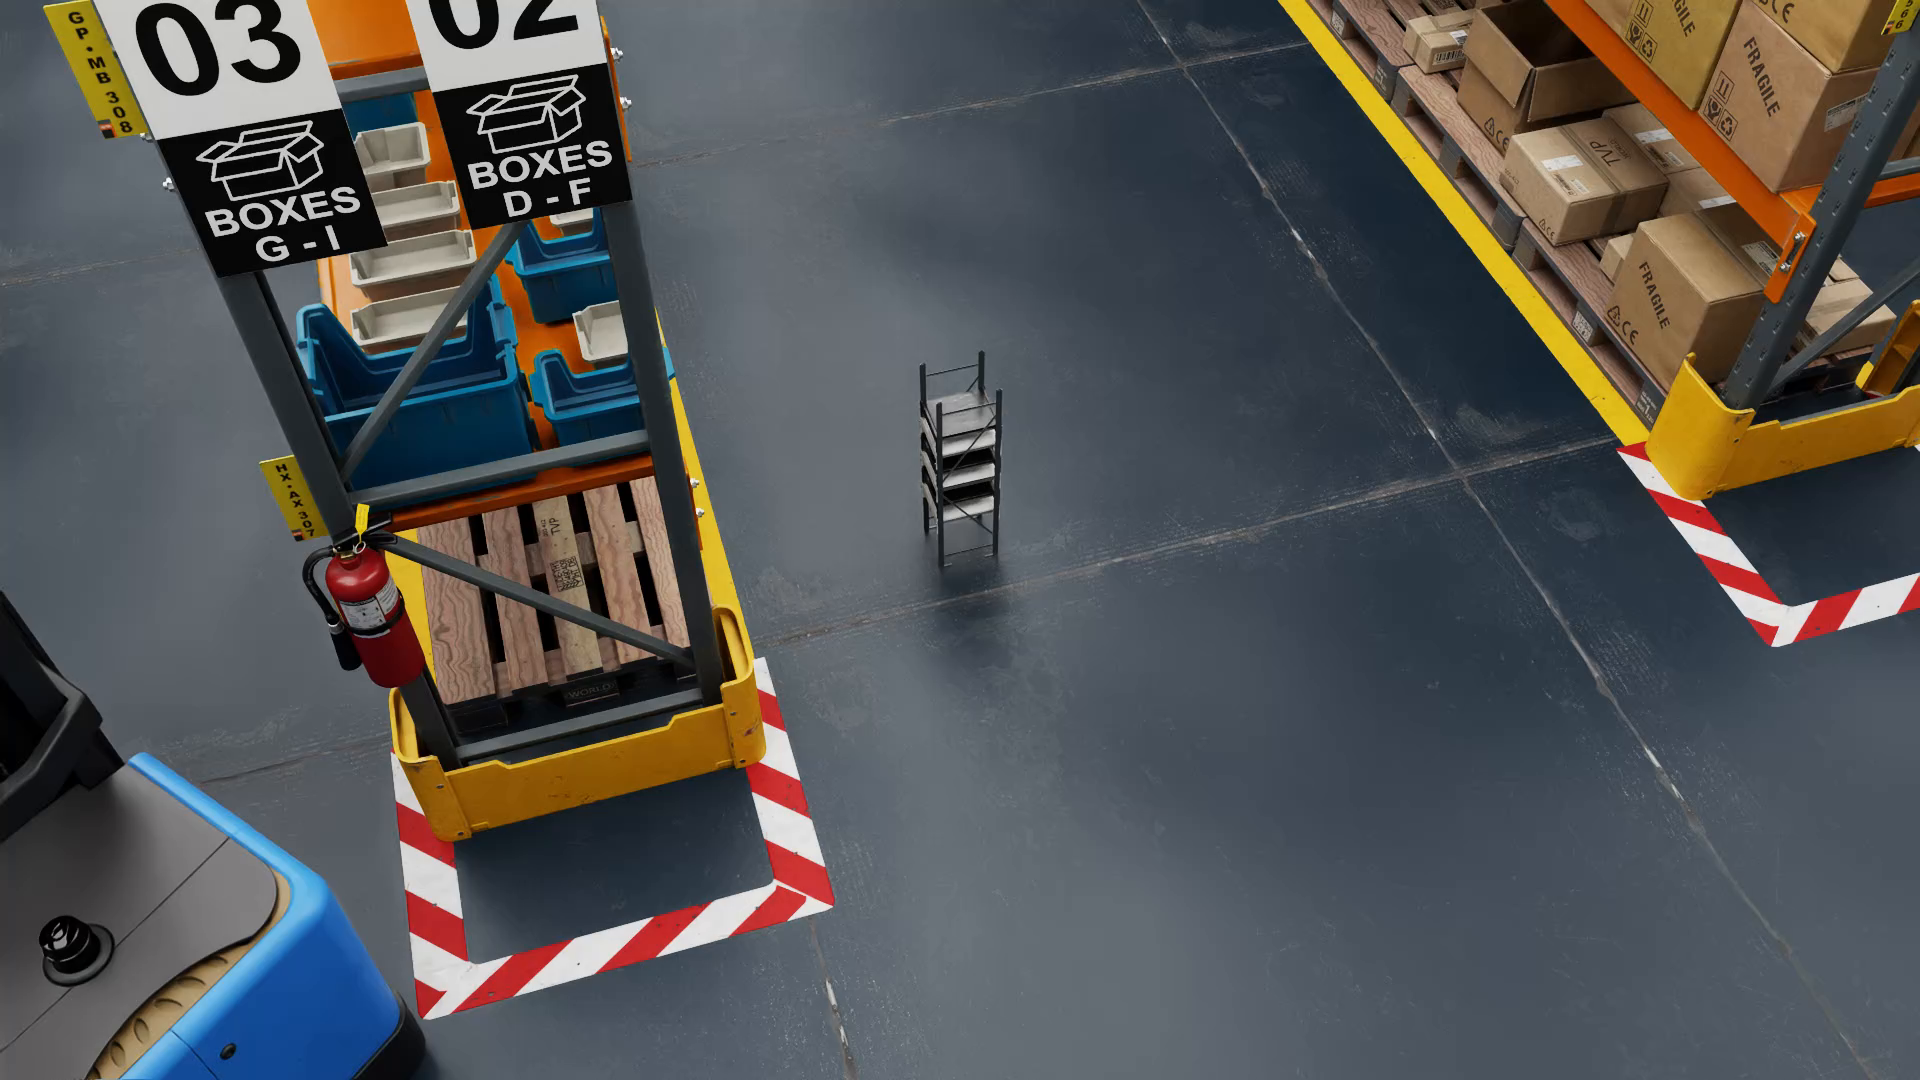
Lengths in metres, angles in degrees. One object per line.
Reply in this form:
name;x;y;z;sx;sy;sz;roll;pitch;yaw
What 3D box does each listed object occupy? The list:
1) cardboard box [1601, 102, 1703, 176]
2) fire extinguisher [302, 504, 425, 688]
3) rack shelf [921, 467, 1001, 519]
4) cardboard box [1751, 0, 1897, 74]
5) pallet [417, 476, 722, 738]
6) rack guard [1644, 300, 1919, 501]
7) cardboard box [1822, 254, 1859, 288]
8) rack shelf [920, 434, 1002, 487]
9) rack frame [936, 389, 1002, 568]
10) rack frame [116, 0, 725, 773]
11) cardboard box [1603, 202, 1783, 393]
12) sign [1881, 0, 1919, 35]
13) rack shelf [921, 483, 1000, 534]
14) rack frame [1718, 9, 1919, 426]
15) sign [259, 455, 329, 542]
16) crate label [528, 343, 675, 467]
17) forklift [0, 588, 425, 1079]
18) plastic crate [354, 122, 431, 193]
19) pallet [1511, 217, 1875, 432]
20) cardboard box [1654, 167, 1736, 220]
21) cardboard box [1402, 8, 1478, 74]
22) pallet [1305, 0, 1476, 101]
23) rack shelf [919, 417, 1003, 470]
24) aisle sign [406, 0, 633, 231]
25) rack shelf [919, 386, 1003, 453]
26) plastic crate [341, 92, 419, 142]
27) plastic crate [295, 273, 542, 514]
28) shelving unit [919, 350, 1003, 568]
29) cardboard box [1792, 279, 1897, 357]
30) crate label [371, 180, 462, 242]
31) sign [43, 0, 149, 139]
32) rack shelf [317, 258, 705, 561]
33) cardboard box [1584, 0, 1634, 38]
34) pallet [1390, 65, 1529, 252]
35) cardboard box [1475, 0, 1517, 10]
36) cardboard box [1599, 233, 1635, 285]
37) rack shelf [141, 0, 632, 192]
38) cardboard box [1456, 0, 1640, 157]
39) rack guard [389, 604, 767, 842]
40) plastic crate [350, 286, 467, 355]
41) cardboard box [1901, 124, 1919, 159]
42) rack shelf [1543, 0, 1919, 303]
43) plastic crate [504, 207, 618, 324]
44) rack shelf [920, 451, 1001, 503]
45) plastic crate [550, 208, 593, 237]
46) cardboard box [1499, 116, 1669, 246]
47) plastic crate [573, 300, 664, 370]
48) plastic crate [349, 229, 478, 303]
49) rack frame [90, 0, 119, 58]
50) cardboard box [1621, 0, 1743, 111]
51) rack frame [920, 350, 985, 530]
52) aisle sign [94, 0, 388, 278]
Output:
cardboard box;3.247;-1.760;7.572;0.500;0.250;0.500;-13;51;-11
fire extinguisher;-1.690;0.162;4.735;0.296;0.674;0.183;-13;51;-11
rack shelf;0.002;-0.205;6.285;0.258;0.077;0.200;-13;51;-11
cardboard box;3.038;-1.930;5.486;0.500;0.500;0.500;-14;51;-11
pallet;-1.507;0.092;6.324;1.003;0.211;1.213;-13;51;-11
rack guard;3.410;-0.563;6.687;1.175;0.500;0.348;-13;51;-11
cardboard box;3.563;-1.108;7.077;0.380;0.166;0.250;-13;51;-11
rack shelf;0.002;-0.321;6.147;0.258;0.077;0.200;-13;51;-11
rack frame;0.032;-0.210;6.128;0.240;0.900;0.006;-13;51;-11
rack frame;-1.300;-0.196;4.743;1.000;3.000;0.127;-13;51;-11
cardboard box;3.037;-0.991;6.760;0.500;0.500;0.500;-13;51;-11
sign;2.897;-1.677;5.028;0.100;0.325;0.005;-13;51;-11
rack shelf;0.002;-0.147;6.354;0.258;0.077;0.200;-13;51;-11
rack frame;3.433;-1.313;5.685;1.000;3.000;0.127;-13;51;-11
sign;-1.821;-0.112;4.566;0.100;0.325;0.005;-13;51;-11
crate label;-1.059;-0.416;4.999;0.416;0.233;0.303;-13;51;-11
forklift;-3.158;0.346;4.331;3.031;2.935;1.130;27;55;21
plastic crate;-1.997;-1.310;5.815;0.298;0.136;0.250;-13;51;-11
pallet;3.174;-1.052;7.288;1.003;0.211;1.213;-13;51;-11
cardboard box;3.395;-1.395;7.264;0.500;0.250;0.500;-13;51;-11
cardboard box;2.433;-2.478;8.232;0.380;0.166;0.250;-13;51;-11
pallet;2.452;-2.834;8.791;1.003;0.211;1.213;-13;51;-11
rack shelf;0.002;-0.379;6.078;0.258;0.077;0.200;-13;51;-11
aisle sign;-0.995;-1.048;3.761;0.394;0.787;0.004;-13;51;-11
rack shelf;0.002;-0.437;6.010;0.258;0.077;0.200;-13;51;-11
plastic crate;-2.152;-1.603;6.000;0.416;0.233;0.300;-13;51;-11
plastic crate;-1.578;-0.429;4.877;0.616;0.435;0.499;-13;51;-11
shelving unit;0.002;-0.284;6.191;0.258;0.900;0.210;-13;51;-11
cardboard box;3.637;-0.919;6.930;0.380;0.149;0.250;-13;51;-11
crate label;-1.892;-1.098;5.636;0.396;0.136;0.243;-13;51;-11
sign;-1.821;-0.993;3.521;0.100;0.325;0.005;-13;51;-11
rack shelf;-1.892;-1.425;6.249;1.077;0.370;4.000;-13;51;-11
cardboard box;2.741;-2.355;6.497;0.500;0.500;0.500;-13;51;-11
pallet;2.816;-1.941;8.038;1.003;0.211;1.213;-13;51;-11
cardboard box;2.911;-2.610;8.249;0.500;0.311;0.500;-13;51;-11
cardboard box;3.003;-1.199;7.154;0.380;0.166;0.250;-13;51;-11
rack shelf;-1.892;-2.391;5.102;1.077;0.370;4.000;-13;51;-11
cardboard box;2.810;-2.201;7.778;0.797;0.503;0.637;-13;51;-11
rack guard;-1.281;0.625;5.686;1.175;0.500;0.348;-13;51;-11
plastic crate;-1.714;-0.685;5.288;0.396;0.136;0.243;-13;51;-11
cardboard box;3.553;-1.729;5.970;0.500;0.500;0.500;-12;51;-10
rack shelf;2.841;-2.542;7.191;1.077;0.370;4.000;-13;51;-11
plastic crate;-1.253;-0.897;5.404;0.416;0.233;0.300;-13;51;-11
rack shelf;0.002;-0.263;6.216;0.258;0.077;0.200;-13;51;-11
plastic crate;-1.275;-1.133;5.666;0.250;0.136;0.298;-13;51;-11
cardboard box;2.784;-1.611;7.446;0.500;0.250;0.500;-13;51;-11
plastic crate;-1.074;-0.638;5.249;0.250;0.136;0.298;-13;51;-11
plastic crate;-1.786;-0.900;5.469;0.396;0.136;0.243;-13;51;-11
rack frame;-1.300;-2.129;2.449;1.000;3.000;0.127;-13;51;-11
cardboard box;2.884;-1.989;6.189;0.500;0.500;0.500;-13;51;-11
rack frame;-0.028;-0.358;6.253;0.240;0.900;0.006;-13;51;-11
aisle sign;-1.559;-0.915;3.649;0.394;0.787;0.004;-13;51;-11
